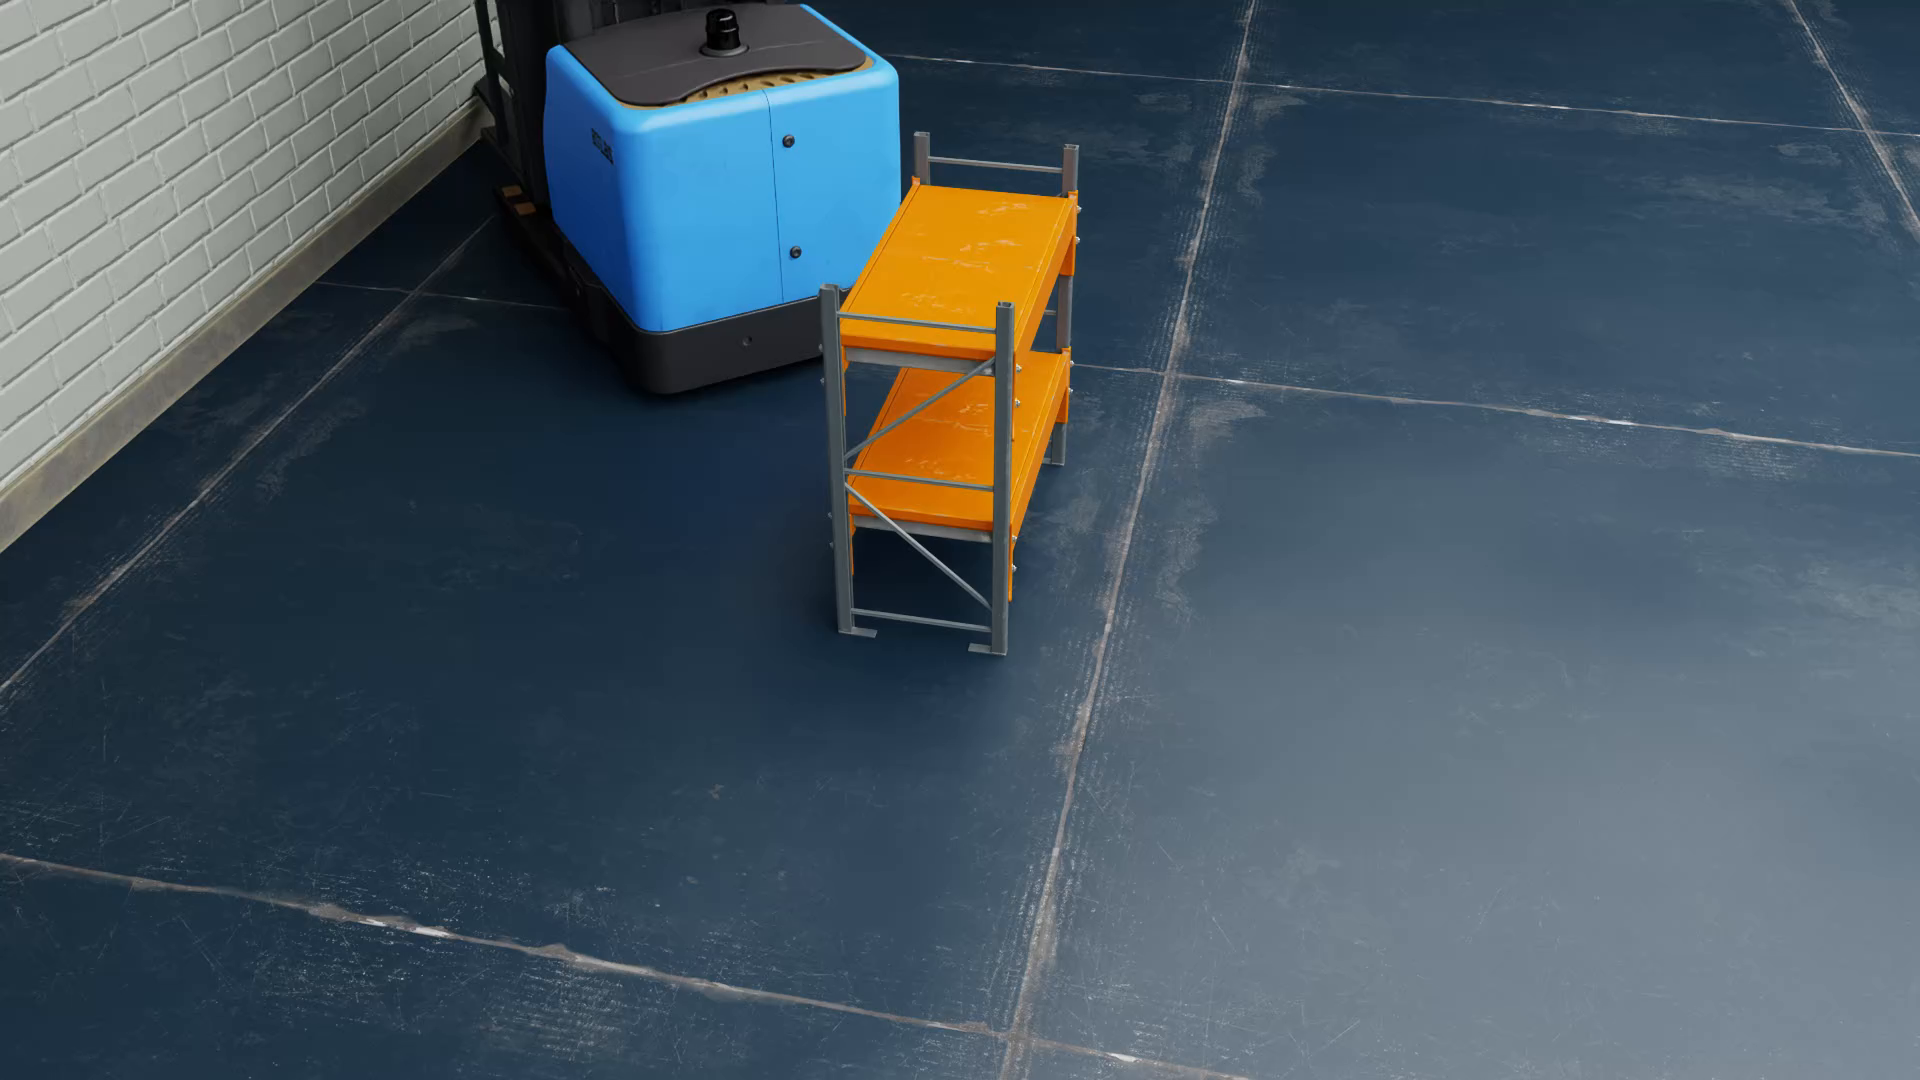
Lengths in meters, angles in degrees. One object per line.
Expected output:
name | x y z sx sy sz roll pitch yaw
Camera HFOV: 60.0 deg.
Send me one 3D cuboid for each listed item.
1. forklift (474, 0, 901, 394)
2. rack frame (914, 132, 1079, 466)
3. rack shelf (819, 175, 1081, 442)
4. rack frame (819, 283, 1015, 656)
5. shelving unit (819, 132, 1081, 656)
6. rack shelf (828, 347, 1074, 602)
forklift | -1.334 -2.546 6.265 1.130 2.935 3.031 -17 39 -22
rack frame | 0.107 -0.743 5.317 0.500 1.125 0.032 7 37 10
rack shelf | -0.001 -0.689 4.743 0.538 0.278 1.000 7 37 10
rack frame | -0.110 -0.160 4.512 0.500 1.125 0.032 7 37 10
shelving unit | -0.001 -0.452 4.915 0.538 1.125 1.048 7 37 10
rack shelf | -0.001 -0.254 5.058 0.538 0.278 1.000 7 37 10
